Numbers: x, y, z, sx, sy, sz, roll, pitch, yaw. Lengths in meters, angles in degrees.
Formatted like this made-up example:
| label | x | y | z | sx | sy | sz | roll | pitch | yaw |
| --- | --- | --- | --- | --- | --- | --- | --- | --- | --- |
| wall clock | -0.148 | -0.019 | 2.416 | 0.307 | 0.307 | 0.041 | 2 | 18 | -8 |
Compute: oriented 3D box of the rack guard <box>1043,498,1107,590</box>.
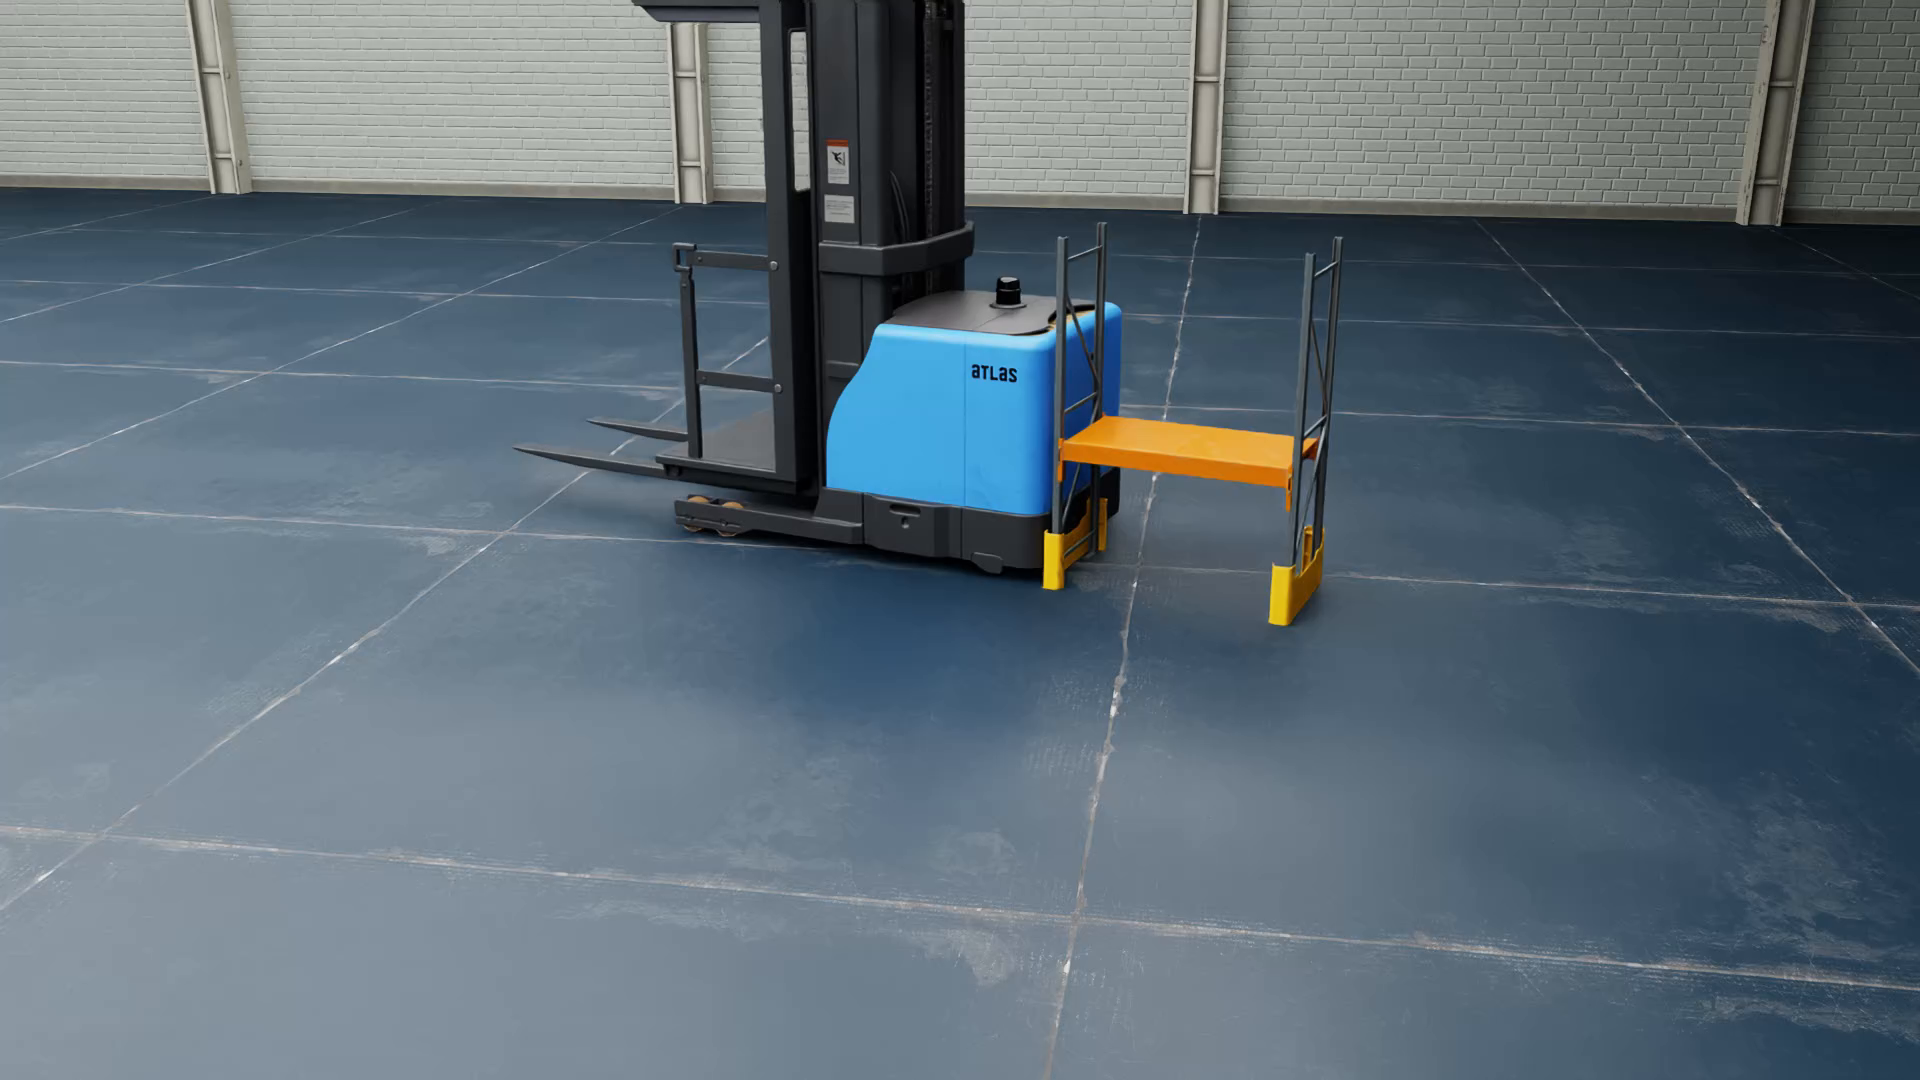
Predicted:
| label | x | y | z | sx | sy | sz | roll | pitch | yaw |
| --- | --- | --- | --- | --- | --- | --- | --- | --- | --- |
| rack guard | 0.516 | 0.010 | 7.378 | 0.087 | 0.250 | 0.587 | 8 | 20 | 24 |

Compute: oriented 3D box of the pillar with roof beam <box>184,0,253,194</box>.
| label | x | y | z | sx | sy | sz | roll | pitch | yaw |
| --- | --- | --- | --- | --- | --- | --- | --- | --- | --- |
| pillar with roof beam | -9.778 | -7.265 | 15.334 | 0.400 | 9.000 | 9.100 | 3 | 19 | 9 |

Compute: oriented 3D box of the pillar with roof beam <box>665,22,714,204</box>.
| label | x | y | z | sx | sy | sz | roll | pitch | yaw |
| --- | --- | --- | --- | --- | --- | --- | --- | --- | --- |
| pillar with roof beam | -3.854 | -6.963 | 14.432 | 0.400 | 9.000 | 9.100 | 3 | 19 | 9 |

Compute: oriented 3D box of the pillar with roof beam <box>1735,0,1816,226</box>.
| label | x | y | z | sx | sy | sz | roll | pitch | yaw |
| --- | --- | --- | --- | --- | --- | --- | --- | --- | --- |
| pillar with roof beam | 7.994 | -6.359 | 12.627 | 0.400 | 9.000 | 9.100 | 3 | 19 | 9 |

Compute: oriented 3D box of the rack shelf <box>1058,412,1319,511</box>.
| label | x | y | z | sx | sy | sz | roll | pitch | yaw |
| --- | --- | --- | --- | --- | --- | --- | --- | --- | --- |
| rack shelf | 0.975 | -0.343 | 7.032 | 1.000 | 0.185 | 0.538 | 8 | 20 | 24 |

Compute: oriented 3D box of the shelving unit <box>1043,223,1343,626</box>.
| label | x | y | z | sx | sy | sz | roll | pitch | yaw |
| --- | --- | --- | --- | --- | --- | --- | --- | --- | --- |
| shelving unit | 0.966 | -0.515 | 6.979 | 1.083 | 1.500 | 0.587 | 8 | 20 | 24 |

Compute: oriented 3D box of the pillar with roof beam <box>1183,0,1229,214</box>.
| label | x | y | z | sx | sy | sz | roll | pitch | yaw |
| --- | --- | --- | --- | --- | --- | --- | --- | --- | --- |
| pillar with roof beam | 2.070 | -6.661 | 13.529 | 0.400 | 9.000 | 9.100 | 3 | 19 | 9 |

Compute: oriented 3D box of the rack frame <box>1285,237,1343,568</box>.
| label | x | y | z | sx | sy | sz | roll | pitch | yaw |
| --- | --- | --- | --- | --- | --- | --- | --- | --- | --- |
| rack frame | 1.435 | -0.445 | 6.770 | 0.032 | 1.500 | 0.500 | 8 | 20 | 24 |

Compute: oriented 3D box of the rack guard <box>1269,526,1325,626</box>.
| label | x | y | z | sx | sy | sz | roll | pitch | yaw |
| --- | --- | --- | --- | --- | --- | --- | --- | --- | --- |
| rack guard | 1.417 | 0.145 | 6.976 | 0.087 | 0.250 | 0.587 | 8 | 20 | 24 |

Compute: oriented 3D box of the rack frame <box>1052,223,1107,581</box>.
| label | x | y | z | sx | sy | sz | roll | pitch | yaw |
| --- | --- | --- | --- | --- | --- | --- | --- | --- | --- |
| rack frame | 0.515 | -0.583 | 7.181 | 0.032 | 1.500 | 0.500 | 8 | 20 | 24 |

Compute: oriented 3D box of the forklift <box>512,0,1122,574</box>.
| label | x | y | z | sx | sy | sz | roll | pitch | yaw |
| --- | --- | --- | --- | --- | --- | --- | --- | --- | --- |
| forklift | -0.790 | -1.543 | 7.794 | 3.031 | 2.935 | 1.130 | 9 | 20 | 24 |
